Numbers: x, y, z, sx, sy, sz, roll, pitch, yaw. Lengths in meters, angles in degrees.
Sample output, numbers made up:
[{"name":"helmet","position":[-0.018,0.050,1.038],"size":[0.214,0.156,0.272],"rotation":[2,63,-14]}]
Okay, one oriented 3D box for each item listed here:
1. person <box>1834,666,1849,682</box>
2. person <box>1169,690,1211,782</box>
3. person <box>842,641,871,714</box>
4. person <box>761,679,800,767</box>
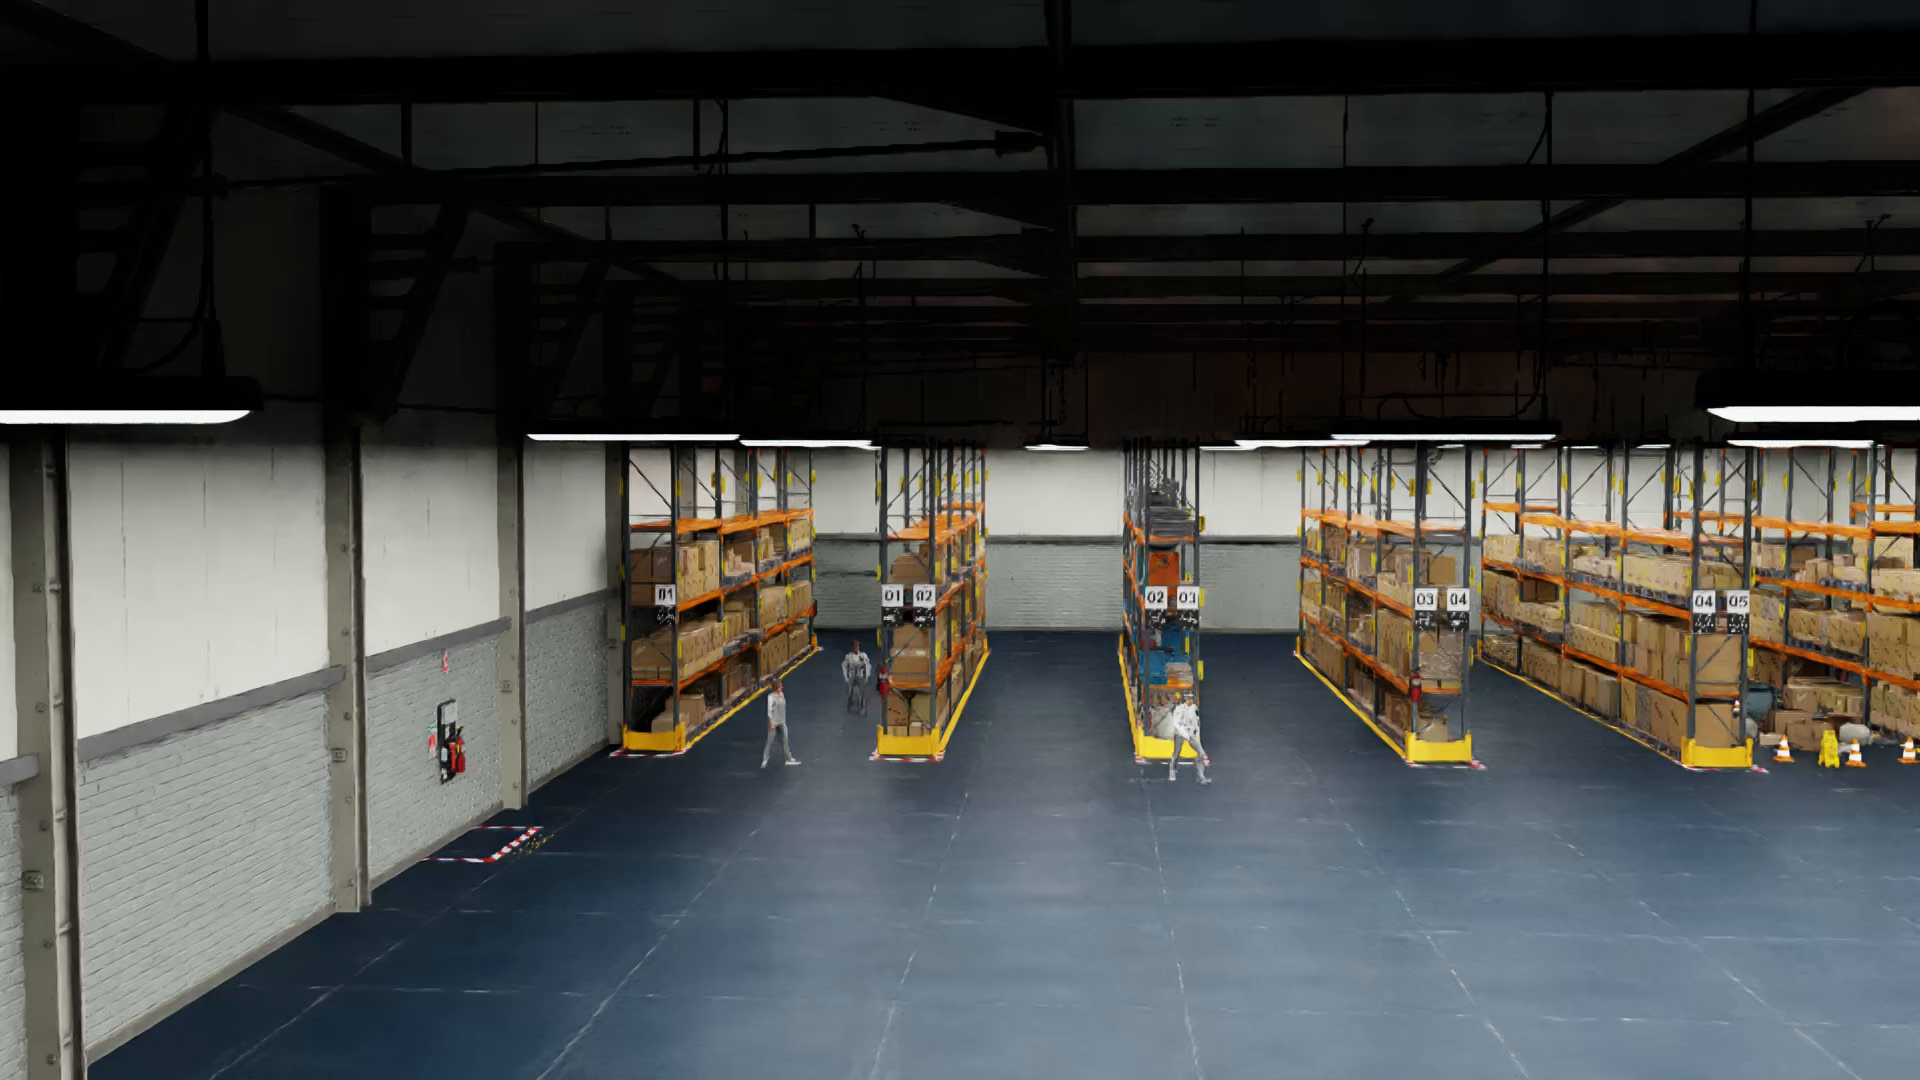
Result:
[{"name":"person","position":[21.065,2.762,39.639],"size":[0.441,1.656,0.498],"rotation":[-2,3,-27]},{"name":"person","position":[3.913,3.374,28.718],"size":[0.630,1.613,0.758],"rotation":[-1,3,-17]},{"name":"person","position":[-2.254,2.979,36.186],"size":[0.639,1.632,0.506],"rotation":[0,3,2]},{"name":"person","position":[-3.289,3.303,30.129],"size":[0.528,1.588,0.639],"rotation":[3,4,40]}]
